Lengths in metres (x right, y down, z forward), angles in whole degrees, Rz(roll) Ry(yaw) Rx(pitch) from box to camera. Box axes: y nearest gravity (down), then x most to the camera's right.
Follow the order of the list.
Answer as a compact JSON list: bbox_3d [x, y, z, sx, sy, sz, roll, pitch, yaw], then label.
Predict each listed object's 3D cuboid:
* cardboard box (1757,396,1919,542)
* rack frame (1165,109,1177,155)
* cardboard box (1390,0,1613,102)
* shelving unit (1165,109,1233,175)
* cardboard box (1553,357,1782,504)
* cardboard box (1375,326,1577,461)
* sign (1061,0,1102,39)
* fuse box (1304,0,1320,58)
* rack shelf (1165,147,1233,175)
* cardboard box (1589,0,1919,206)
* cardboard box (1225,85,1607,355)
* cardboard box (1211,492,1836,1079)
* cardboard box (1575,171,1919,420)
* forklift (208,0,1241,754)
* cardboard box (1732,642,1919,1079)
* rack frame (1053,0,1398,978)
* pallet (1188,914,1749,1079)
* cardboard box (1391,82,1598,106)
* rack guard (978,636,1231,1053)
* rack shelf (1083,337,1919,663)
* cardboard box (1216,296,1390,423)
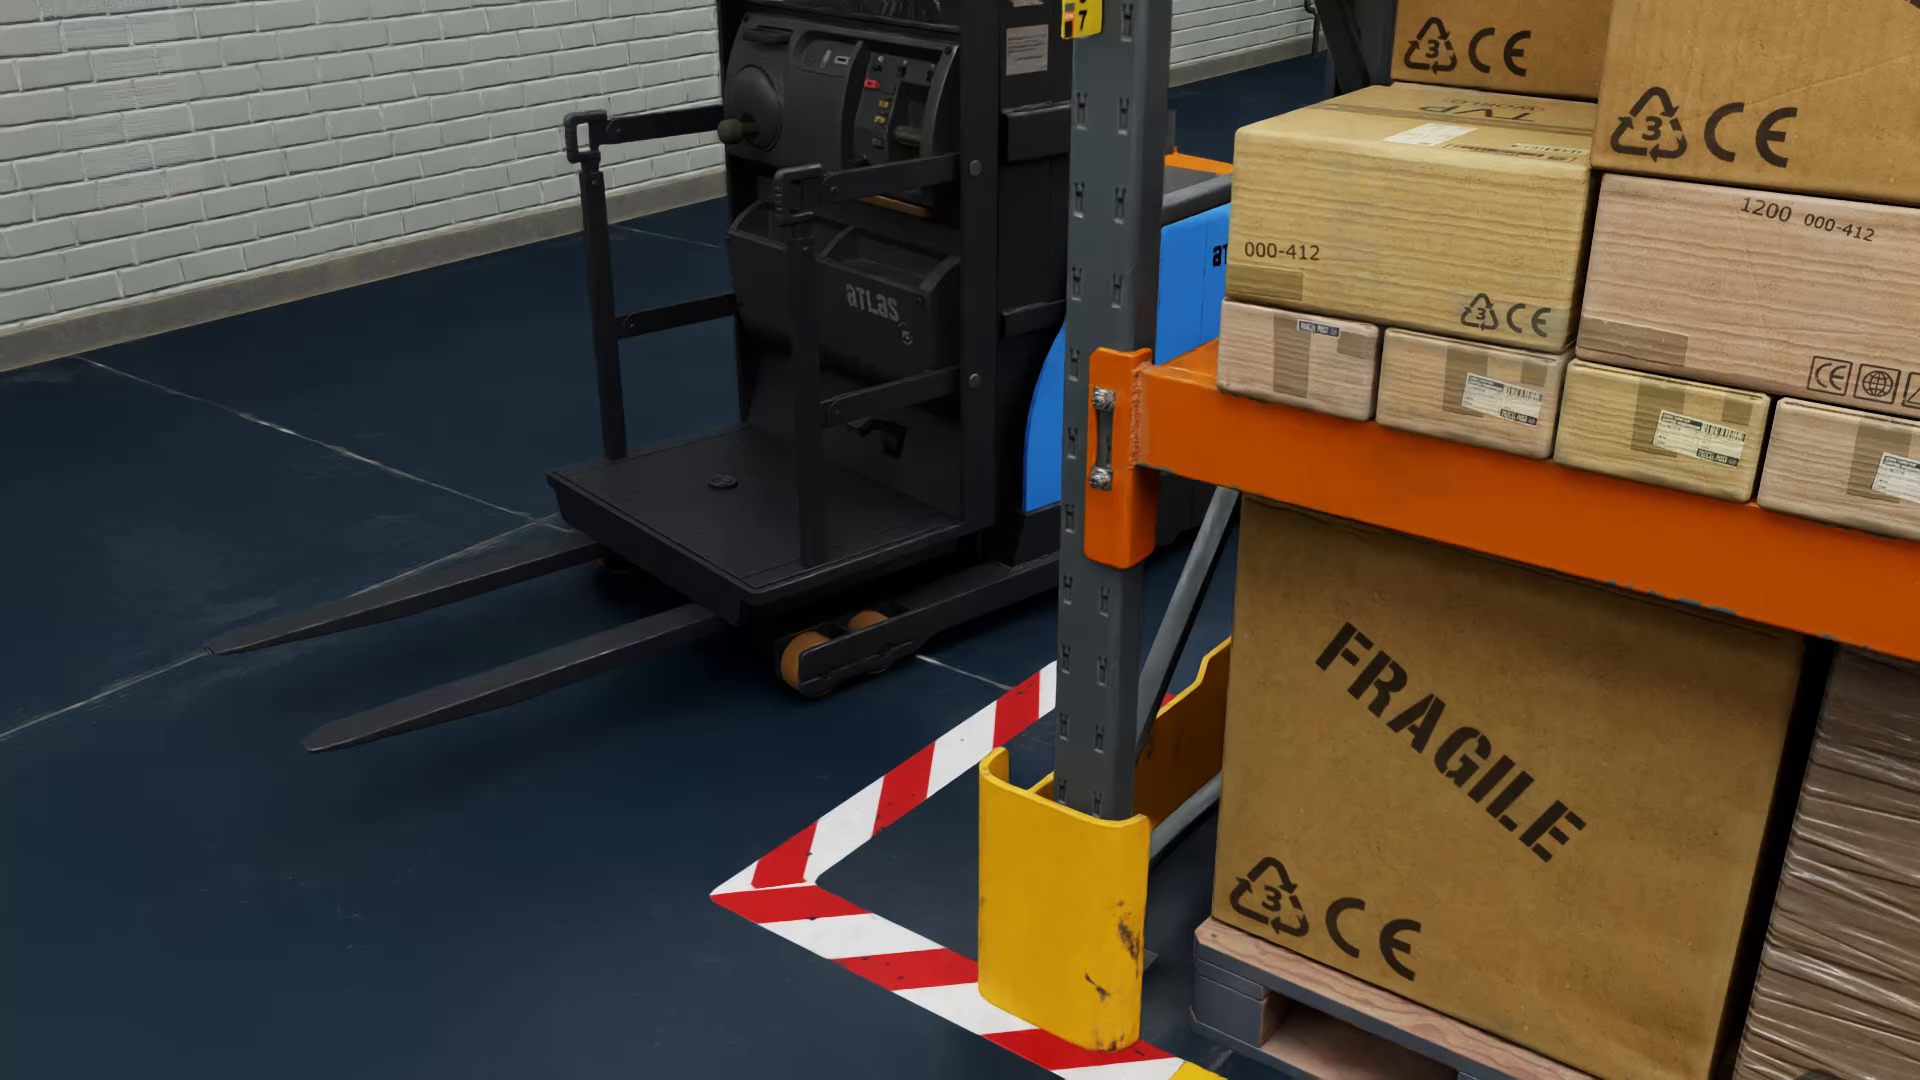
[{"bbox_3d":[1.223,-0.140,2.159,0.250,0.149,0.380,16,29,33],"label":"cardboard box"},{"bbox_3d":[0.575,-0.965,6.045,0.500,1.125,0.032,-19,30,-36],"label":"rack frame"},{"bbox_3d":[1.063,-1.011,2.711,0.500,0.500,0.500,17,29,34],"label":"cardboard box"},{"bbox_3d":[0.901,-0.808,5.688,0.538,1.125,1.048,-19,30,-36],"label":"shelving unit"},{"bbox_3d":[1.013,-0.202,2.301,0.250,0.149,0.380,16,28,32],"label":"cardboard box"},{"bbox_3d":[0.808,-0.264,2.441,0.250,0.149,0.380,16,29,33],"label":"cardboard box"},{"bbox_3d":[0.178,-0.888,2.373,0.005,0.325,0.100,17,29,33],"label":"sign"},{"bbox_3d":[3.310,-5.239,15.019,0.414,1.711,0.539,17,29,33],"label":"fuse box"},{"bbox_3d":[0.901,-1.076,5.570,0.538,0.278,1.000,-19,30,-36],"label":"rack shelf"},{"bbox_3d":[1.138,-0.720,2.050,0.500,0.500,0.500,16,28,32],"label":"cardboard box"},{"bbox_3d":[0.738,-0.497,2.476,0.500,0.250,0.500,16,28,32],"label":"cardboard box"},{"bbox_3d":[1.076,0.276,3.018,0.875,0.875,0.875,17,29,33],"label":"cardboard box"},{"bbox_3d":[1.158,-0.374,2.195,0.500,0.250,0.500,16,29,33],"label":"cardboard box"},{"bbox_3d":[-0.492,-1.172,4.274,3.031,2.935,1.130,-19,30,-37],"label":"forklift"},{"bbox_3d":[1.804,0.496,2.518,0.875,0.875,0.875,17,29,33],"label":"cardboard box"},{"bbox_3d":[0.516,-0.633,2.967,0.127,3.000,1.000,17,29,33],"label":"rack frame"},{"bbox_3d":[1.203,0.811,3.147,1.213,0.211,1.003,17,29,33],"label":"pallet"},{"bbox_3d":[1.063,-0.669,2.865,0.500,0.250,0.500,16,29,32],"label":"cardboard box"},{"bbox_3d":[0.497,0.505,3.484,0.348,0.500,1.175,17,29,33],"label":"rack guard"},{"bbox_3d":[2.116,0.180,2.014,4.000,0.370,1.077,17,29,33],"label":"rack shelf"},{"bbox_3d":[0.602,-0.326,2.581,0.250,0.149,0.380,17,29,34],"label":"cardboard box"}]
